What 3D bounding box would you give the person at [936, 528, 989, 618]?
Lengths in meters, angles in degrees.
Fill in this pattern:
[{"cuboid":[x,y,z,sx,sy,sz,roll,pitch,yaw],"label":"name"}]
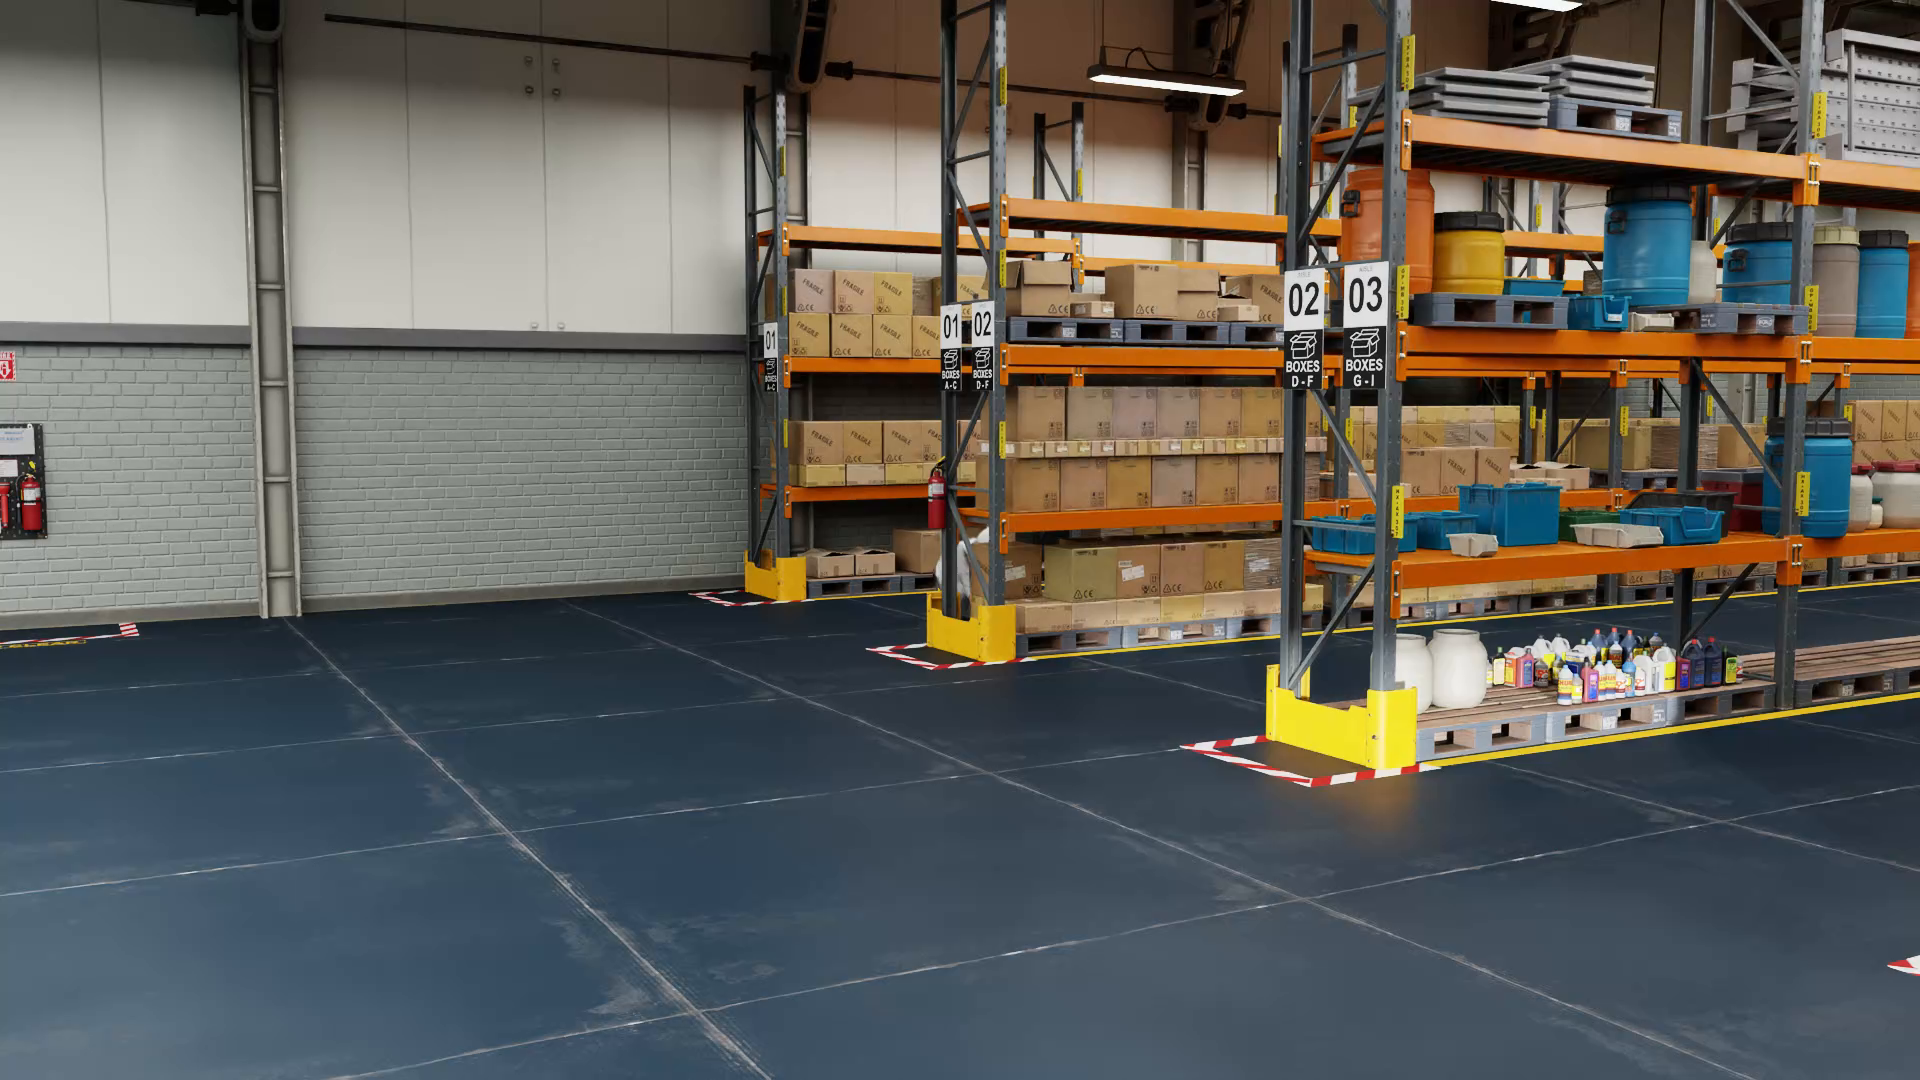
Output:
[{"cuboid":[0.111,0.356,17.494,0.514,1.006,0.890,-3,6,-30],"label":"person"}]
